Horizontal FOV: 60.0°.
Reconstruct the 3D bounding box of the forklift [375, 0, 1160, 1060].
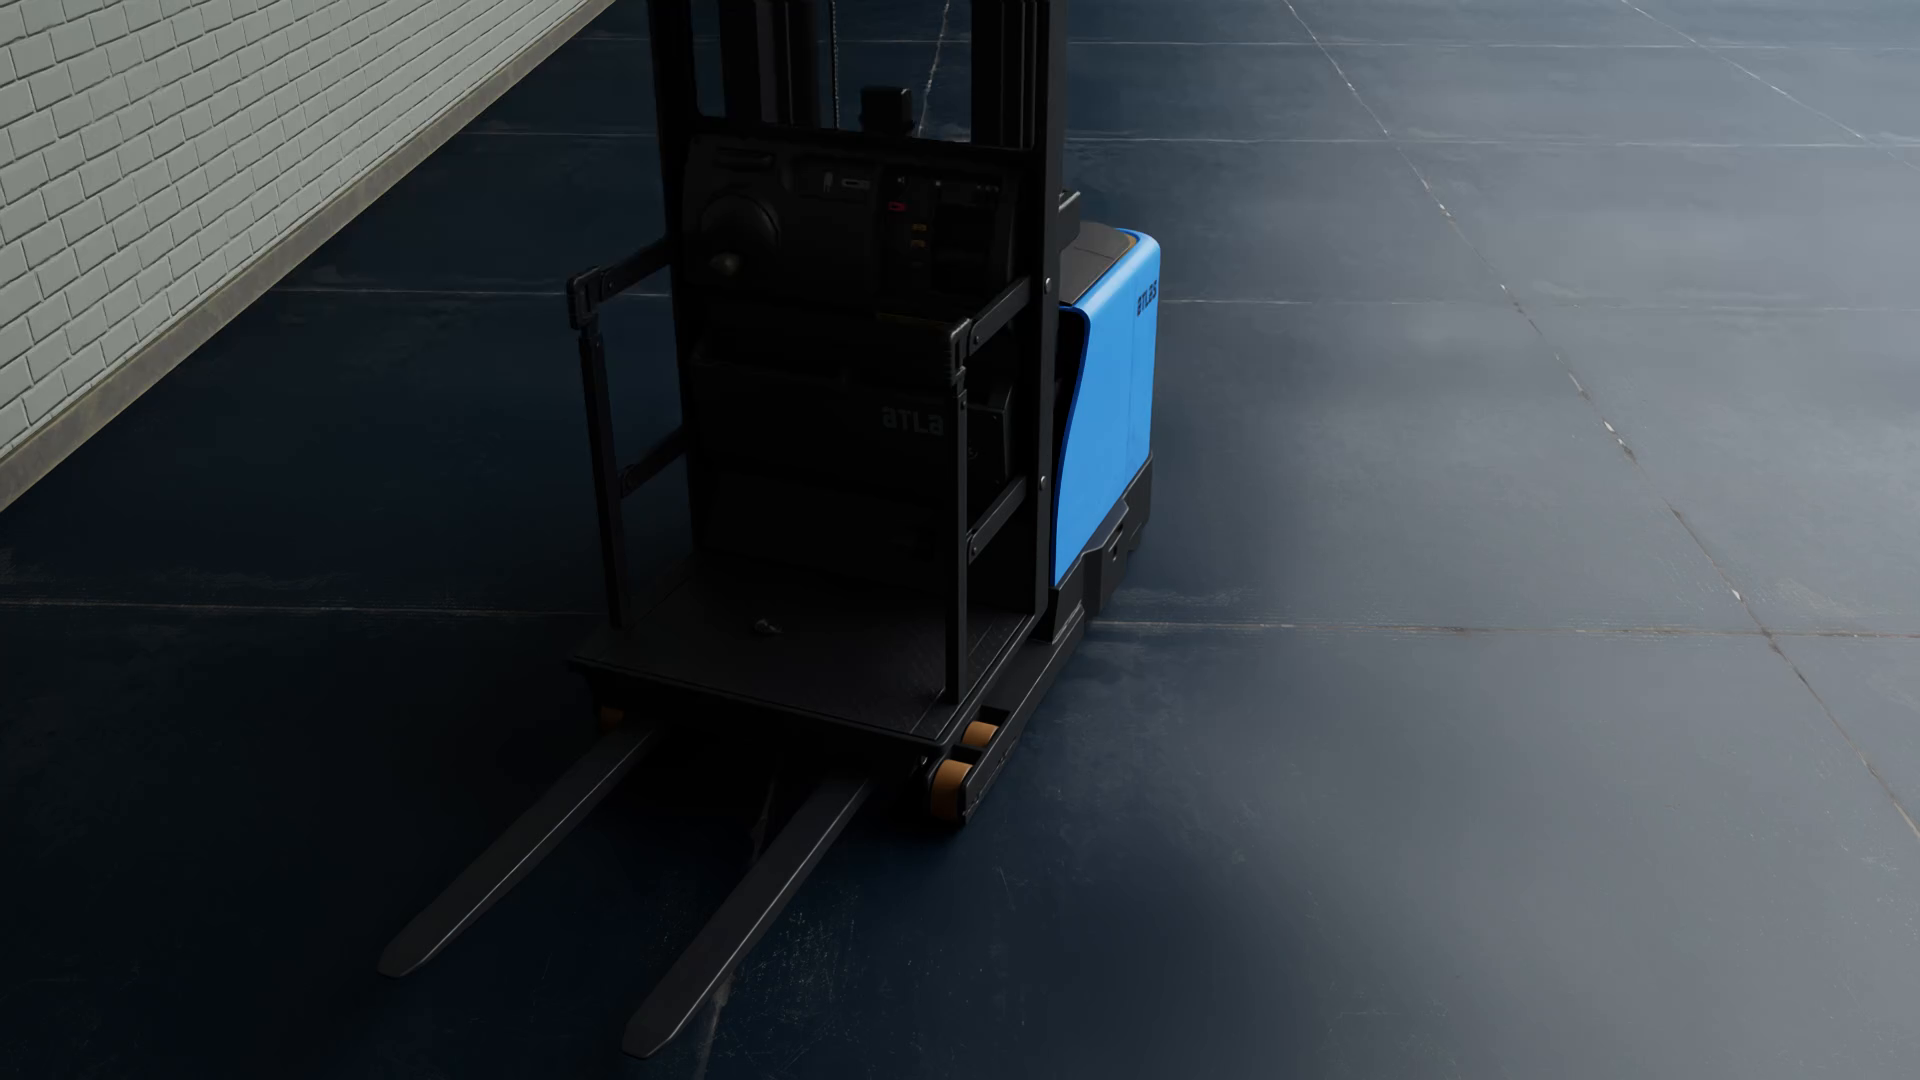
[{"bbox_3d":[-0.369,-0.777,4.087,1.130,2.935,3.031,11,30,19],"label":"forklift"}]
